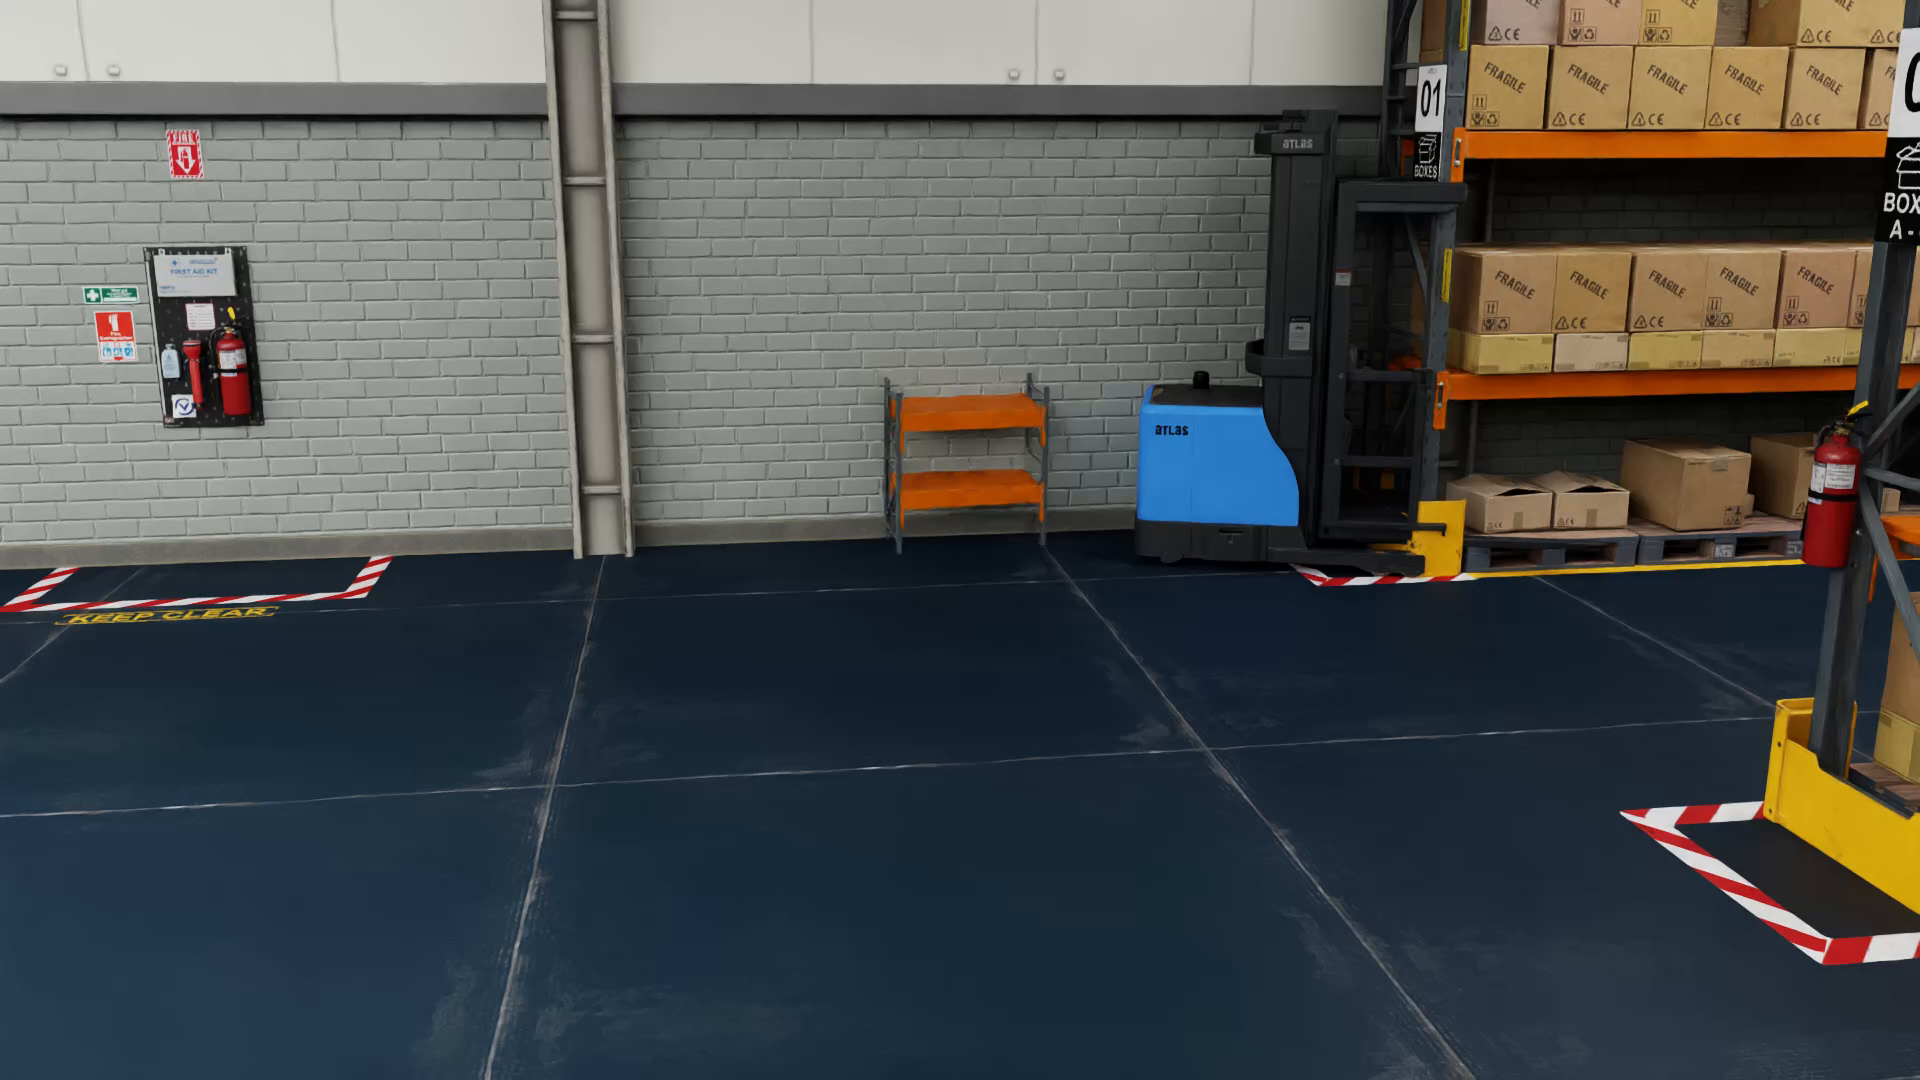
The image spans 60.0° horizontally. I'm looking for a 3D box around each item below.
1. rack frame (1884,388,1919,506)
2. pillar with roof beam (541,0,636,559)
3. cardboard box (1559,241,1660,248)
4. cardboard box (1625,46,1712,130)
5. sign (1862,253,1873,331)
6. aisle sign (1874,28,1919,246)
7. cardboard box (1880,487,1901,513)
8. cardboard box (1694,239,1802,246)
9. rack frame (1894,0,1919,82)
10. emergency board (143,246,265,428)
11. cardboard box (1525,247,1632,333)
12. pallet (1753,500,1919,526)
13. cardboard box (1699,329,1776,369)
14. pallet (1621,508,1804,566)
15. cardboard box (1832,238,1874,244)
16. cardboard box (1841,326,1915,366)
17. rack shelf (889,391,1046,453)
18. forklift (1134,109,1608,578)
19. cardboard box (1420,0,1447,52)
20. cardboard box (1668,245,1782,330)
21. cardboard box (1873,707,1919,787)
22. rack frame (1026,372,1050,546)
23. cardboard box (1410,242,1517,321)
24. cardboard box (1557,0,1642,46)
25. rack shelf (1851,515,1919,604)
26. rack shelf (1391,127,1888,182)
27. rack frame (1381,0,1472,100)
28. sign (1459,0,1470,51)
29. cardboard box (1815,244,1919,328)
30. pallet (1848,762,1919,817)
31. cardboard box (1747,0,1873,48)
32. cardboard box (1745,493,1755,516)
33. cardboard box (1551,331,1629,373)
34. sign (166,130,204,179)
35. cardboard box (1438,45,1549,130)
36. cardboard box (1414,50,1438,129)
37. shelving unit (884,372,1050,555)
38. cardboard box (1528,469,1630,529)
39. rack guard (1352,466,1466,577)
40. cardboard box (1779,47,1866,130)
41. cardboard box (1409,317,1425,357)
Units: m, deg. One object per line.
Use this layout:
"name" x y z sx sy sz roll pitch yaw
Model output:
"rack frame" 6.896 -1.500 11.537 0.127 3.000 1.000 -2 14 -8
"pillar with roof beam" -1.787 -3.245 6.164 0.400 9.000 9.100 -2 14 -8
"cardboard box" 4.385 -1.760 11.298 0.500 0.500 0.500 -2 14 -10
"cardboard box" 4.358 -2.851 10.510 0.500 0.500 0.500 -1 14 -6
"sign" 3.616 -0.971 6.561 0.005 0.325 0.100 -2 14 -8
"aisle sign" 3.574 -1.493 6.164 0.004 0.787 0.394 -2 14 -8
"cardboard box" 6.372 -0.313 11.722 0.250 0.166 0.380 -4 15 -16
"cardboard box" 5.395 -1.799 11.456 0.500 0.500 0.500 -2 14 -7
"rack frame" 3.683 -3.074 5.478 0.127 3.000 1.000 -2 14 -8
"emergency board" -4.878 -1.291 10.702 0.643 1.169 0.194 -2 14 -8
"cardboard box" 3.948 -1.616 10.726 0.500 0.500 0.500 -2 14 -8
"pallet" 6.237 -0.115 11.745 1.213 0.211 1.003 -2 14 -8
"cardboard box" 4.987 -1.290 10.968 0.500 0.250 0.500 -2 14 -8
"pallet" 5.028 -0.070 11.566 1.213 0.211 1.003 -2 14 -8
"cardboard box" 6.400 -1.834 11.594 0.500 0.500 0.500 -2 14 -10
"cardboard box" 5.979 -1.331 11.129 0.500 0.250 0.500 -2 14 -8
"rack shelf" 0.037 -0.818 11.412 1.000 0.278 0.538 -3 18 -12
"forklift" 2.724 -1.314 10.934 3.031 2.935 1.130 2 14 9
"cardboard box" 3.328 -3.432 10.771 0.500 0.500 0.500 -1 14 -6
"cardboard box" 4.969 -1.655 10.881 0.500 0.500 0.500 -2 14 -7
"cardboard box" 4.169 0.876 6.852 0.500 0.250 0.500 -2 14 -8
"rack frame" 0.531 -0.567 11.605 0.032 1.125 0.500 -3 18 -12
"cardboard box" 3.375 -1.724 11.155 0.500 0.500 0.500 -2 14 -9
"cardboard box" 3.862 -3.315 10.304 0.500 0.500 0.500 -2 14 -9
"rack shelf" 5.660 0.113 6.585 4.000 0.370 1.077 -2 14 -8
"rack shelf" 4.919 -2.534 10.970 4.000 0.370 1.077 -2 14 -8
"rack frame" 2.941 -4.265 10.229 0.127 3.000 1.000 -2 14 -8
"sign" 3.022 -3.103 9.967 0.005 0.325 0.100 -2 14 -8
"cardboard box" 5.982 -1.690 11.019 0.500 0.500 0.500 -2 14 -9
"pallet" 4.433 1.151 6.698 1.213 0.211 1.003 -2 14 -8
"cardboard box" 5.386 -3.371 10.528 0.500 0.500 0.500 -3 14 -10
"cardboard box" 5.312 -0.277 11.618 0.250 0.149 0.380 -3 14 -13
"cardboard box" 3.982 -1.256 10.829 0.500 0.250 0.500 -3 14 -10
"sign" -4.901 -2.439 10.515 0.199 0.298 0.001 -2 14 -8
"cardboard box" 3.309 -2.820 10.388 0.500 0.500 0.500 -2 14 -7
"cardboard box" 3.316 -2.944 10.883 0.500 0.500 0.500 -1 14 -4
"shelving unit" 0.035 -0.538 11.498 1.048 1.125 0.538 -3 18 -12
"cardboard box" 4.202 -0.288 11.328 0.500 0.311 0.500 -1 14 -4
"rack guard" 3.016 -0.145 11.274 0.348 0.500 1.175 -2 14 -8
"cardboard box" 5.390 -2.891 10.670 0.500 0.500 0.500 -3 14 -11
"cardboard box" 3.374 -1.356 11.228 0.500 0.250 0.500 -2 14 -7
